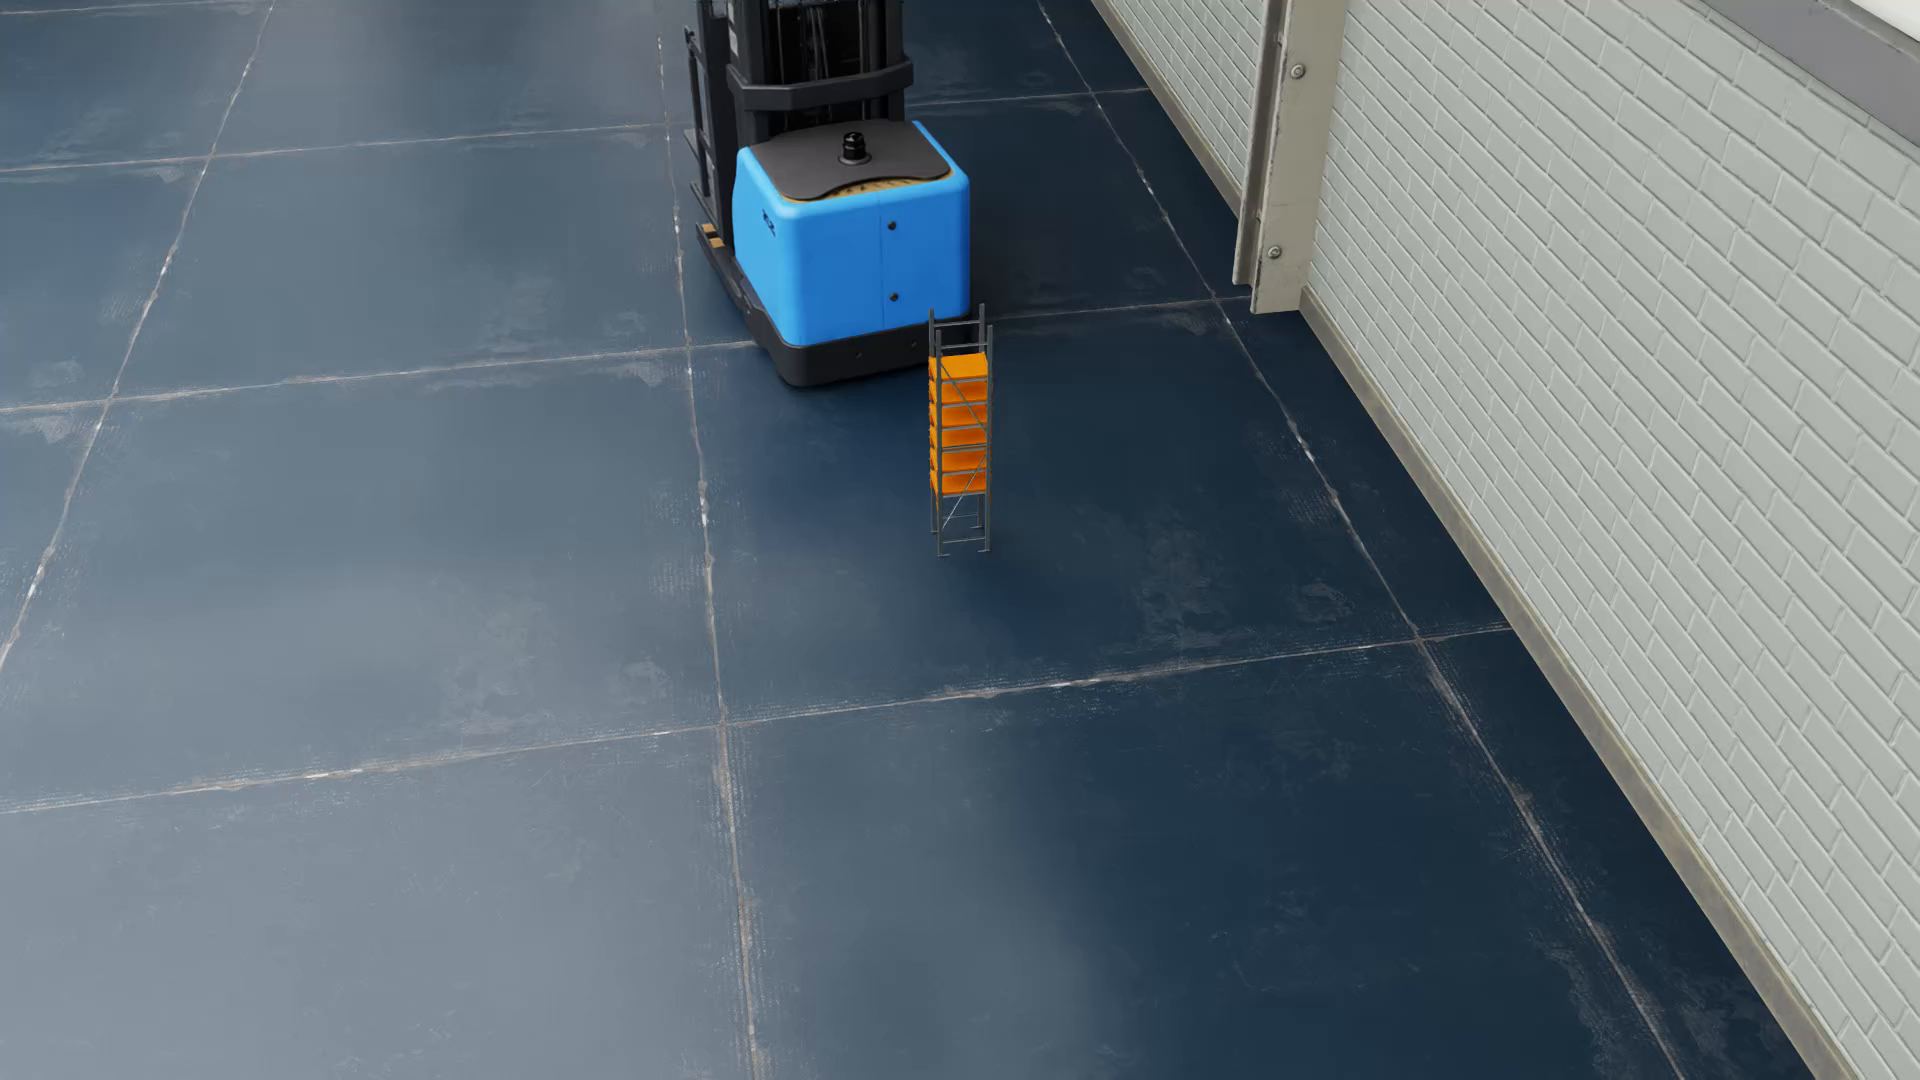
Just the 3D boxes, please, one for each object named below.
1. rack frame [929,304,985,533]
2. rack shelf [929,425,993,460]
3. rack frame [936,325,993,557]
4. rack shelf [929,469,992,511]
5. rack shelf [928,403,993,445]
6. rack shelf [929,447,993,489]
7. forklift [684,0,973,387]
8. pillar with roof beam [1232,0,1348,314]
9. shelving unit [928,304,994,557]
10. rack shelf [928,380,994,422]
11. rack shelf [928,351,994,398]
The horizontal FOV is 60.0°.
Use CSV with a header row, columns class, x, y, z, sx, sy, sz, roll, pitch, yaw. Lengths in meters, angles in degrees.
class,x,y,z,sx,sy,sz,roll,pitch,yaw
rack frame,-0.013,-0.520,7.442,0.240,1.200,0.006,-6,38,-8
rack shelf,0.003,-0.430,7.398,0.258,0.103,0.180,-6,38,-8
rack frame,0.019,-0.410,7.300,0.240,1.200,0.006,-6,38,-8
rack shelf,0.003,-0.240,7.545,0.258,0.103,0.180,-6,38,-8
rack shelf,0.003,-0.525,7.324,0.258,0.103,0.180,-6,38,-8
rack shelf,0.003,-0.335,7.472,0.258,0.103,0.180,-6,38,-8
forklift,-0.936,-2.861,9.044,1.130,2.935,3.031,-13,40,-16
pillar with roof beam,-2.467,-4.504,6.212,9.100,9.000,0.400,-6,38,-8
shelving unit,0.003,-0.465,7.371,0.258,1.200,0.189,-6,38,-8
rack shelf,0.003,-0.620,7.251,0.258,0.103,0.180,-6,38,-8
rack shelf,0.003,-0.714,7.177,0.258,0.103,0.180,-6,38,-8
